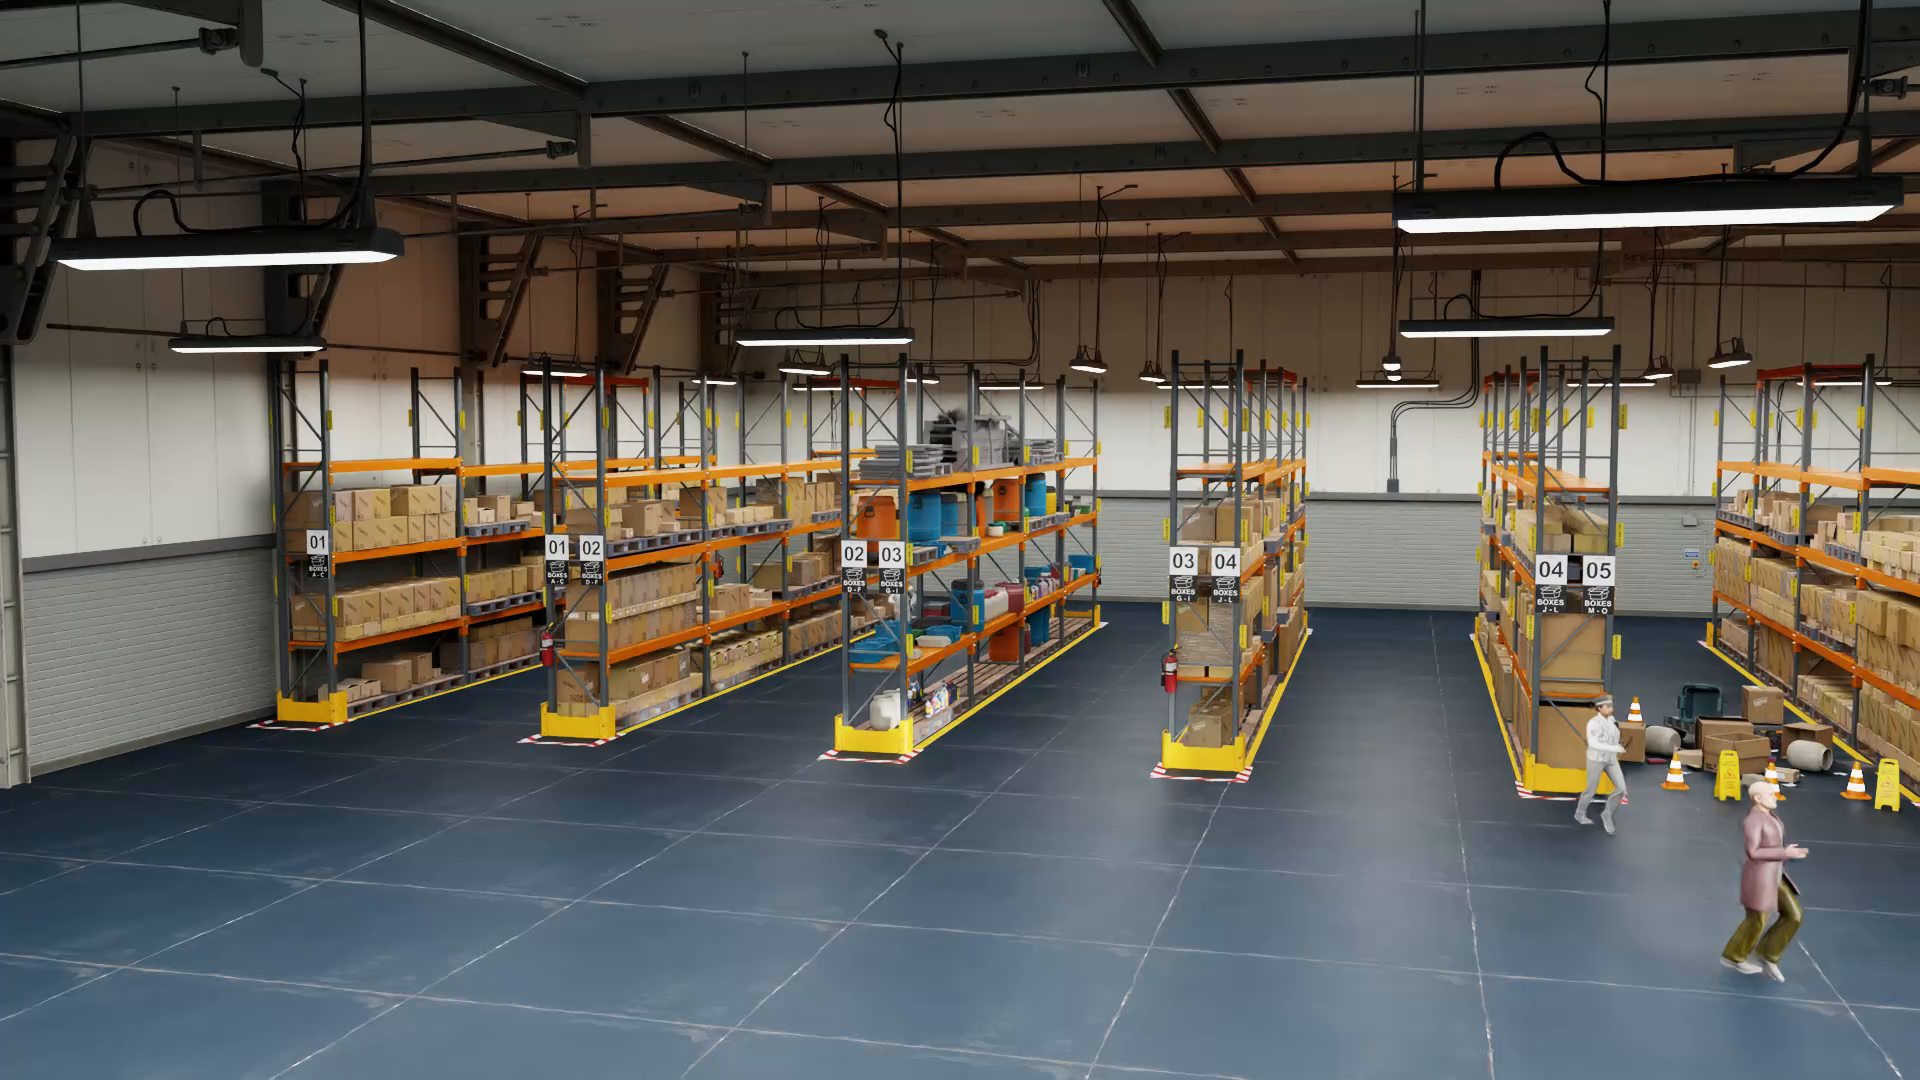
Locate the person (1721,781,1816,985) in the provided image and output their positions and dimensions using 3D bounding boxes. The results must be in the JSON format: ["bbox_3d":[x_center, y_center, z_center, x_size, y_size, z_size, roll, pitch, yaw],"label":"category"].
[{"bbox_3d":[7.220,3.058,14.805,0.688,1.834,0.785,-4,6,-43],"label":"person"}]

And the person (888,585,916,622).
[{"bbox_3d":[-1.215,1.492,34.932,0.584,1.657,0.923,0,4,2],"label":"person"}]

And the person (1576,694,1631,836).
[{"bbox_3d":[7.836,2.714,20.175,0.573,1.737,0.809,-2,4,-22],"label":"person"}]
